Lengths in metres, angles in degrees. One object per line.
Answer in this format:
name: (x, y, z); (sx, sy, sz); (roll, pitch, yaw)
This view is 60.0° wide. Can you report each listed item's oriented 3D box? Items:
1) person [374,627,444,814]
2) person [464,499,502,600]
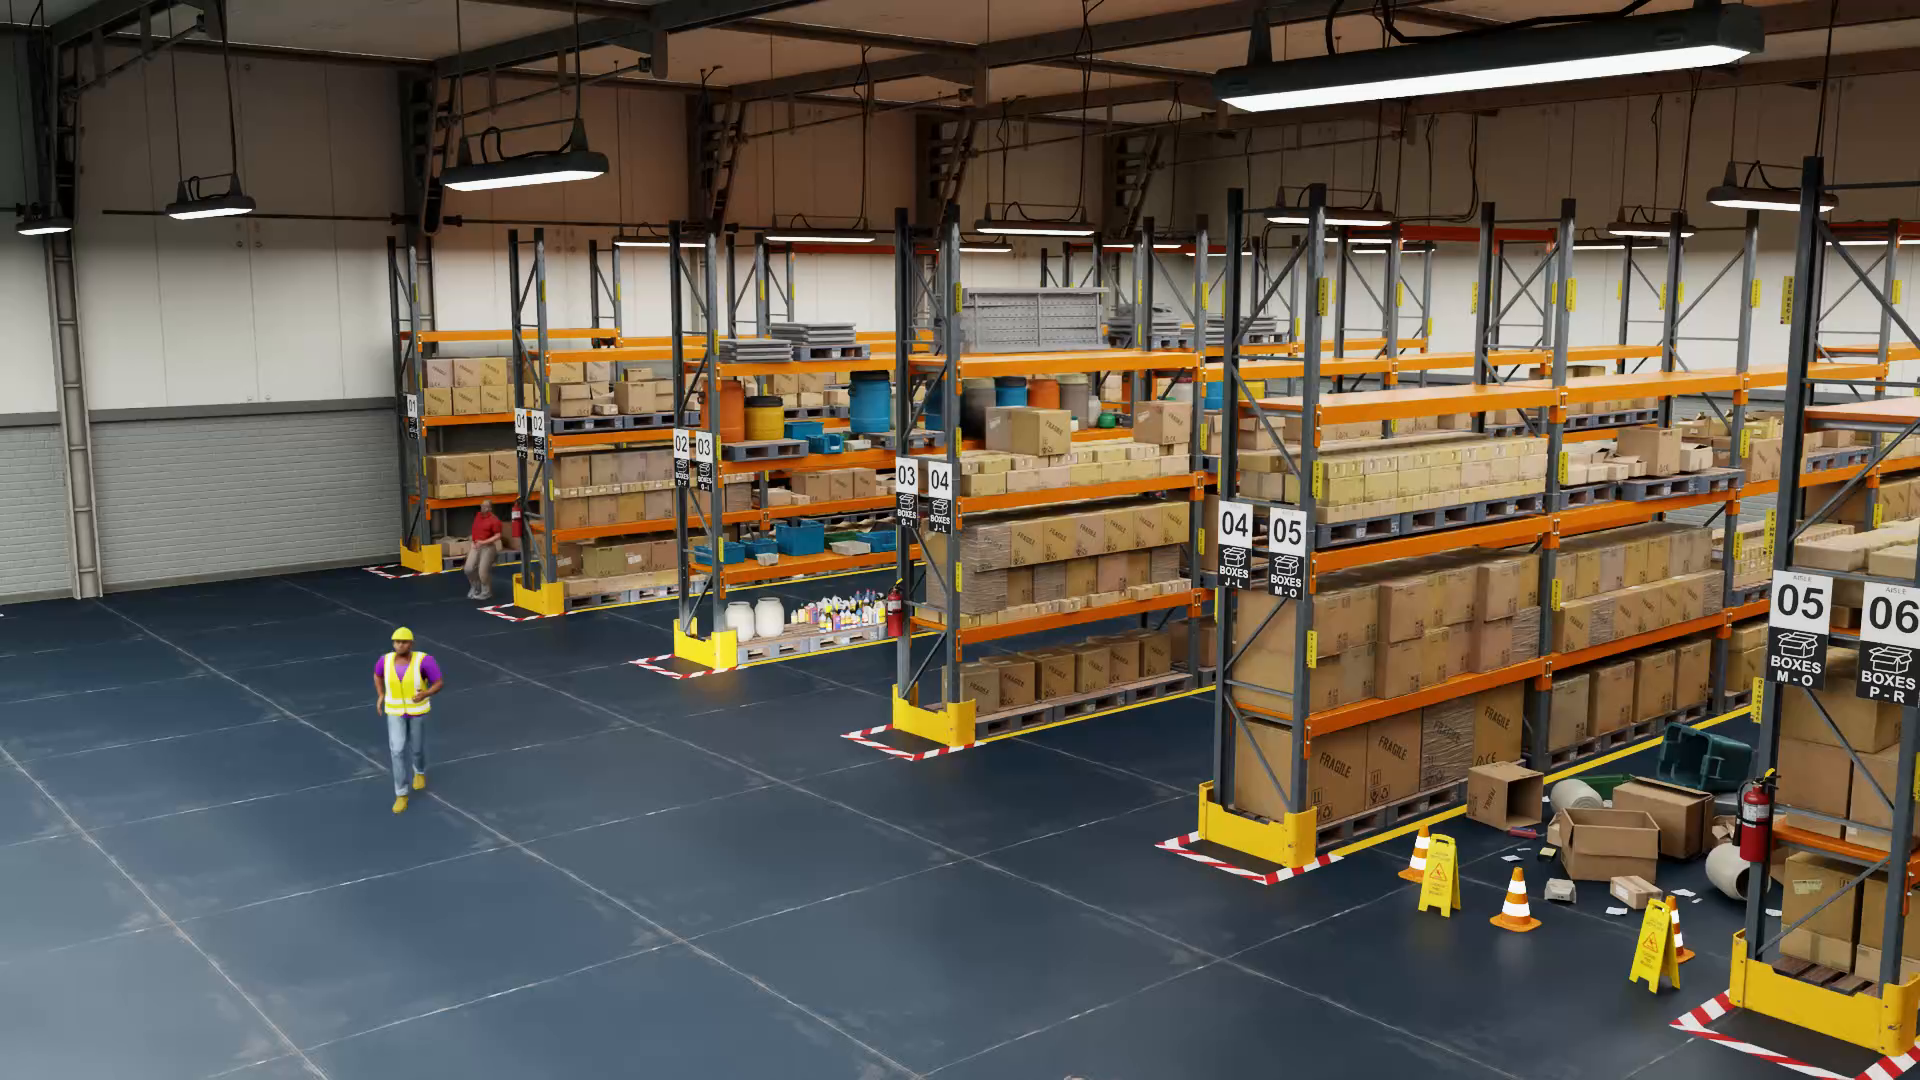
person: (-5.515, 1.743, 16.657); (0.691, 1.788, 0.895); (-2, 9, -12)
person: (-7.816, 0.168, 27.214); (0.706, 1.689, 0.601); (3, 9, 19)
